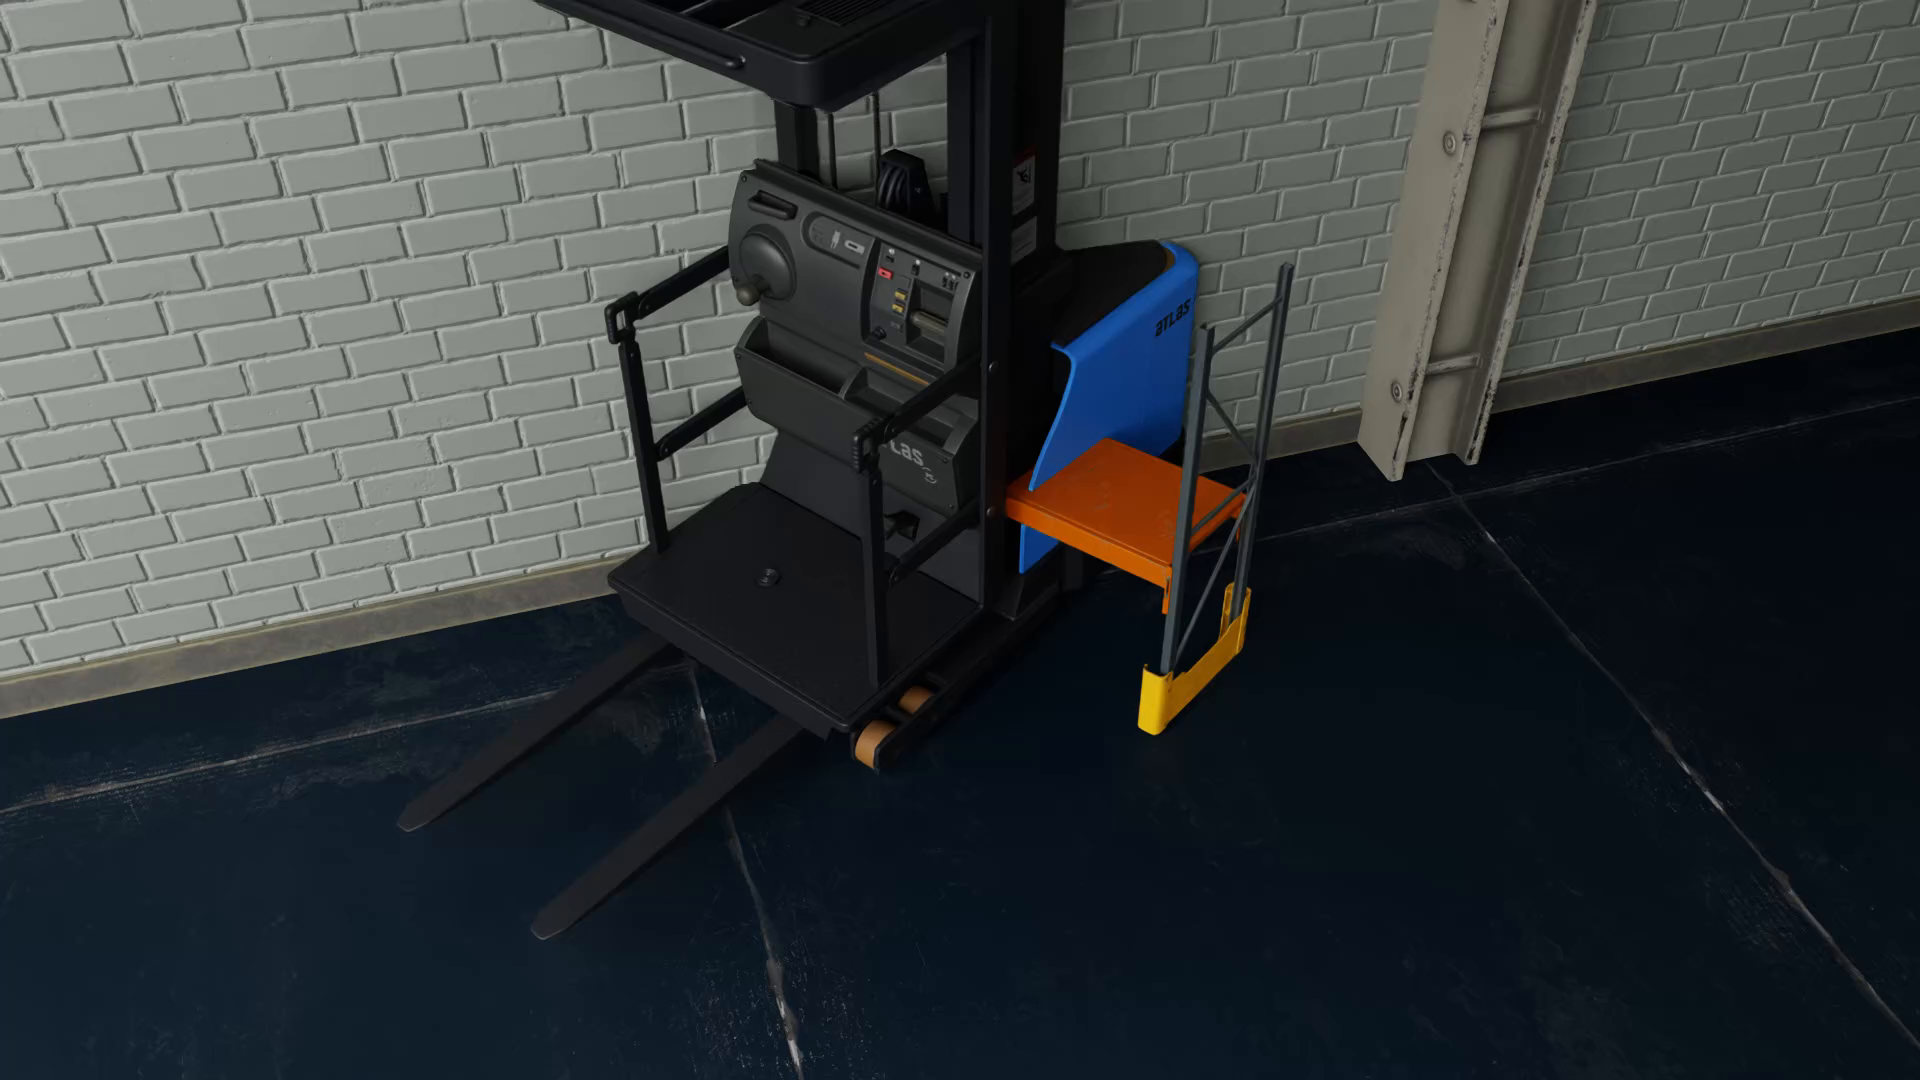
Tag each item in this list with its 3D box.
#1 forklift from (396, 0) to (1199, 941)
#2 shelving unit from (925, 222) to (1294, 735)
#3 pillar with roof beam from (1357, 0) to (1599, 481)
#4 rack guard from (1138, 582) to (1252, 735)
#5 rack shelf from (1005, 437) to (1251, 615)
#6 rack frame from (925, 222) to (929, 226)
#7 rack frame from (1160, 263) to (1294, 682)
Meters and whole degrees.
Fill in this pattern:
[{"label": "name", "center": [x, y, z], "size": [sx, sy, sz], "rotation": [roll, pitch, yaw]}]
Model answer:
[{"label": "forklift", "center": [-0.470, -0.732, 4.860], "size": [1.130, 2.935, 3.031], "rotation": [28, 48, 28]}, {"label": "shelving unit", "center": [0.405, -0.293, 5.457], "size": [1.083, 1.500, 0.587], "rotation": [25, 43, 29]}, {"label": "pillar with roof beam", "center": [3.120, -1.051, 0.614], "size": [0.400, 9.000, 9.100], "rotation": [-12, 42, -13]}, {"label": "rack guard", "center": [0.792, 0.393, 5.592], "size": [0.087, 0.250, 0.587], "rotation": [25, 43, 29]}, {"label": "rack shelf", "center": [0.410, -0.145, 5.561], "size": [1.000, 0.185, 0.538], "rotation": [25, 43, 29]}, {"label": "rack frame", "center": [0.009, -0.479, 5.698], "size": [0.032, 1.500, 0.500], "rotation": [25, 43, 29]}, {"label": "rack frame", "center": [0.815, -0.099, 5.207], "size": [0.032, 1.500, 0.500], "rotation": [25, 43, 29]}]
